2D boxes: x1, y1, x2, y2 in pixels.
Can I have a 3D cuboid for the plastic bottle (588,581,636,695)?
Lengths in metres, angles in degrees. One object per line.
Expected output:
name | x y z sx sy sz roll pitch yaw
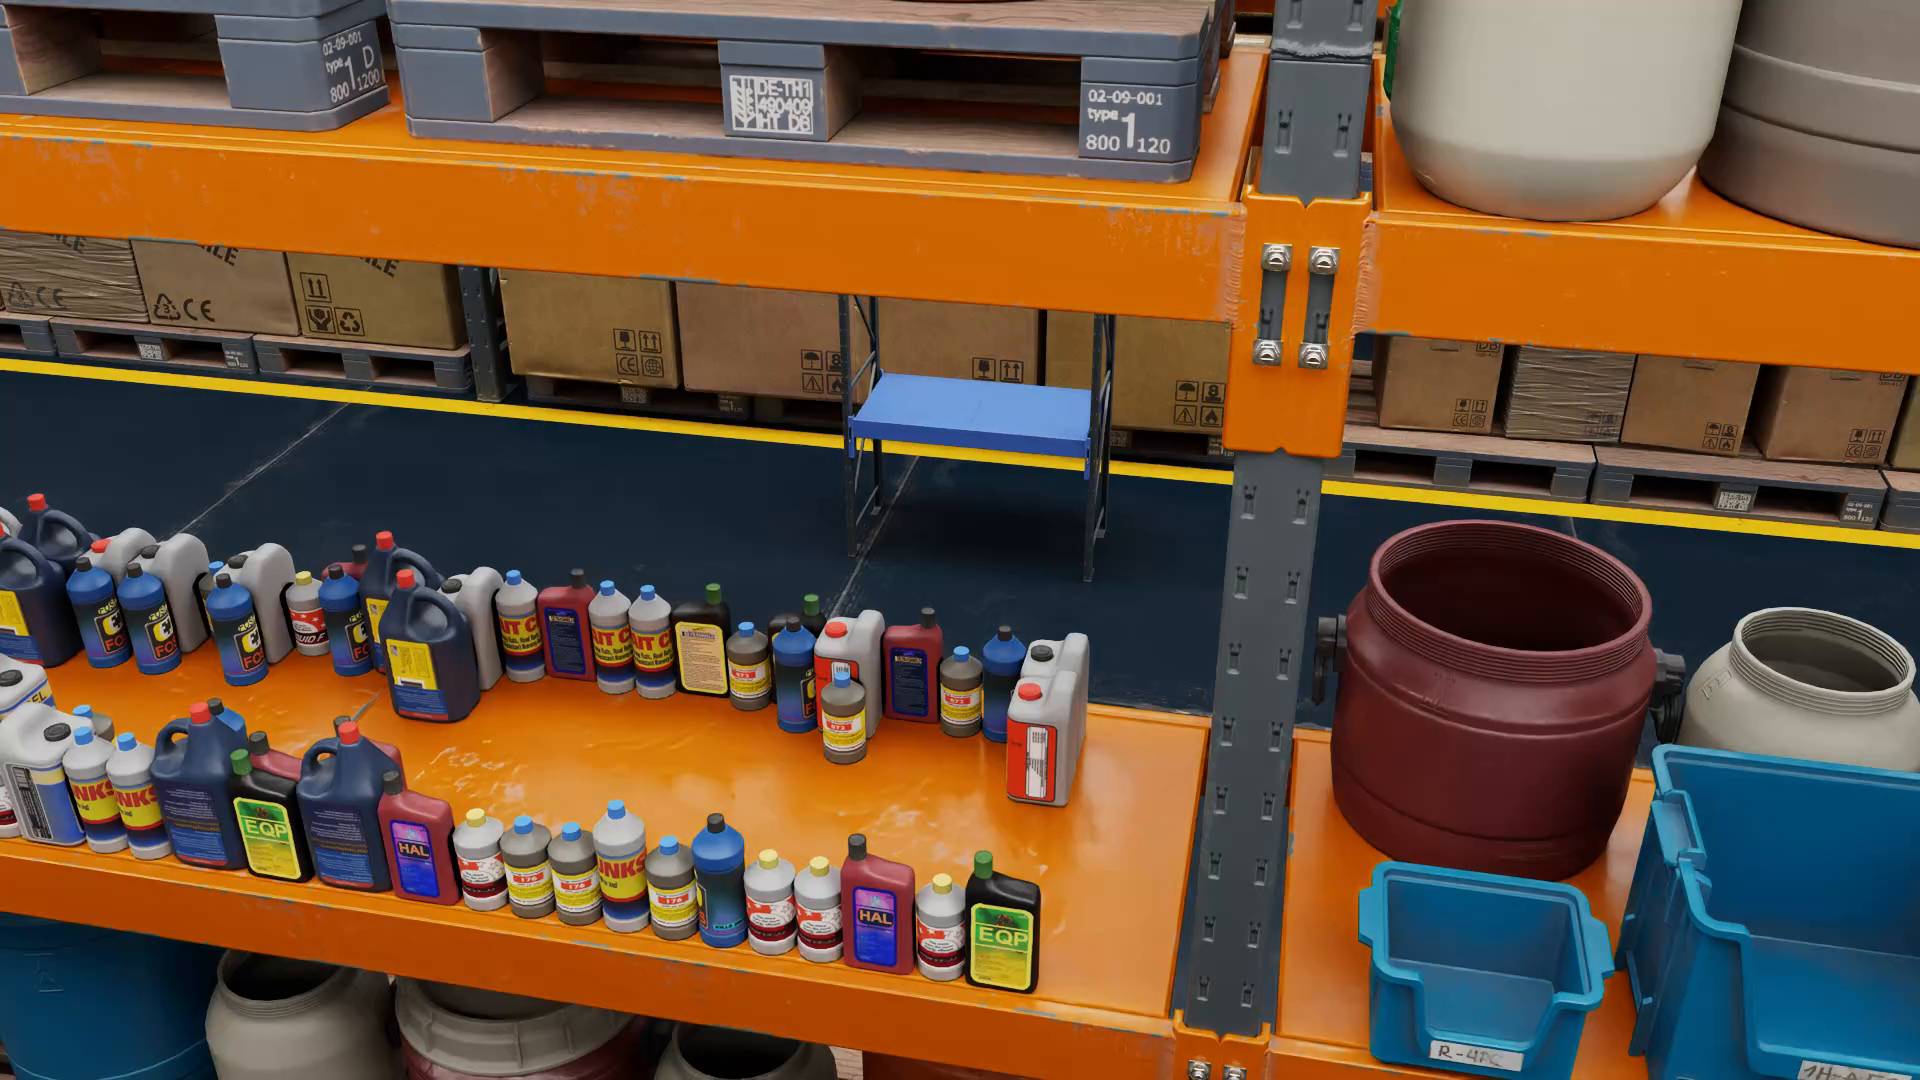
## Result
plastic bottle | -0.806 0.219 3.860 0.097 0.271 0.097 0 29 0

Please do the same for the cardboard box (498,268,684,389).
cardboard box | -1.686 -1.449 8.549 0.875 0.875 1.225 6 29 11

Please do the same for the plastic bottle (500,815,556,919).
plastic bottle | -0.829 0.620 3.200 0.097 0.201 0.097 0 29 0

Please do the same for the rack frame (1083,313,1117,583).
rack frame | 0.581 -0.598 6.781 0.032 1.500 0.500 6 29 11

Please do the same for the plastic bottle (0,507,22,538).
plastic bottle | -2.383 0.034 4.115 0.185 0.351 0.144 6 29 11

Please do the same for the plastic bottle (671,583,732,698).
plastic bottle | -0.594 0.227 3.834 0.133 0.283 0.061 6 29 11

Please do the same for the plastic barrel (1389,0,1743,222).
plastic barrel | 0.801 -0.715 2.192 0.421 0.512 0.421 0 29 0

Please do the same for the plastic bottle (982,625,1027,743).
plastic bottle | 0.098 0.312 3.691 0.097 0.271 0.097 0 29 0

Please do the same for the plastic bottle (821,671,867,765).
plastic bottle | -0.254 0.381 3.637 0.097 0.201 0.097 0 29 0

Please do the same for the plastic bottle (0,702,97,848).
plastic bottle | -1.845 0.470 3.397 0.135 0.276 0.152 6 29 11

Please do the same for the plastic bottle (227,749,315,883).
plastic bottle | -1.352 0.540 3.262 0.133 0.283 0.061 6 29 11

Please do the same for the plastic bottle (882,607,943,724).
plastic bottle | -0.106 0.277 3.742 0.133 0.283 0.061 6 29 11

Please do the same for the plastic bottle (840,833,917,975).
plastic bottle | -0.149 0.663 3.037 0.133 0.283 0.061 6 29 11

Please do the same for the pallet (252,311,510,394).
pallet | -3.043 -1.142 9.116 1.213 0.211 1.003 6 29 11

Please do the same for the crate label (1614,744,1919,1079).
crate label | 1.477 0.686 2.836 0.616 0.435 0.502 6 29 11

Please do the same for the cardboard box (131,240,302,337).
cardboard box | -3.825 -1.698 9.004 0.875 0.875 0.875 6 29 11

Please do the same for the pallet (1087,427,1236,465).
pallet | 0.841 -0.742 8.386 1.213 0.211 1.003 6 29 11

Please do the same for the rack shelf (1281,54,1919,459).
rack shelf | 2.518 -0.324 2.345 4.000 0.370 1.077 6 29 11

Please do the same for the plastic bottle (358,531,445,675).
plastic bottle | -1.306 0.145 3.914 0.185 0.351 0.144 6 29 11

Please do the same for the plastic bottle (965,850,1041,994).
plastic bottle | 0.077 0.686 2.995 0.133 0.283 0.061 6 29 11

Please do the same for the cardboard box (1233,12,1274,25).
cardboard box | 2.107 -3.770 12.397 0.500 0.250 0.500 5 29 8

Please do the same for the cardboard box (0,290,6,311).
cardboard box | -5.585 -1.879 9.333 0.875 0.875 0.875 6 29 11

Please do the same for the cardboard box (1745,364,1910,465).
cardboard box | 3.902 -0.731 7.606 0.500 0.500 0.700 3 29 6

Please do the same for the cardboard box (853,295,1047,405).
cardboard box | 0.055 -1.275 8.231 0.875 0.875 1.225 6 29 11

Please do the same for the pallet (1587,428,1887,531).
pallet | 3.549 -0.425 7.807 1.213 0.211 1.003 6 29 11

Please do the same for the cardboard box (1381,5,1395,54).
cardboard box | 2.132 -2.044 7.318 0.500 0.500 0.500 2 29 4

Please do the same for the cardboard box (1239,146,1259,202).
cardboard box | 1.062 -1.828 7.361 0.500 0.500 0.500 7 29 12

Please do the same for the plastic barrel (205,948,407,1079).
plastic barrel | -1.596 1.213 4.064 0.421 0.512 0.421 0 29 0

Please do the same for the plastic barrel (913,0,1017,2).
plastic barrel | 0.007 -1.272 2.441 0.708 0.830 0.600 6 29 11

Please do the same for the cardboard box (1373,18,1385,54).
cardboard box | 3.307 -3.264 11.994 0.750 0.750 1.050 5 29 10

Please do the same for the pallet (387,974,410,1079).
pallet | -1.408 1.515 4.262 1.213 0.211 1.003 6 29 11

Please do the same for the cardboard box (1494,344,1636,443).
cardboard box | 2.800 -0.840 7.806 0.500 0.500 0.700 3 29 6

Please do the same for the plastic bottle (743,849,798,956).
plastic bottle | -0.353 0.669 3.111 0.097 0.201 0.097 0 29 0

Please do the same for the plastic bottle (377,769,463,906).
plastic bottle | -1.041 0.571 3.204 0.133 0.283 0.061 6 29 11

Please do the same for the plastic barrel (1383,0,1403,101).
plastic barrel | 0.814 -0.772 2.574 0.294 0.245 0.294 0 29 0

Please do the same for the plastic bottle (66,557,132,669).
plastic bottle | -2.055 0.166 3.958 0.097 0.271 0.097 0 29 0

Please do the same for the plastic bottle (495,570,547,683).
plastic bottle | -1.031 0.196 3.902 0.097 0.271 0.097 0 29 0

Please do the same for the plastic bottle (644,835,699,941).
plastic bottle | -0.543 0.649 3.147 0.097 0.201 0.097 0 29 0

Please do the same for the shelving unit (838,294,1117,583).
shelving unit | 0.083 -0.649 6.874 1.048 1.500 0.538 6 29 11

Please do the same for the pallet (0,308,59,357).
pallet | -5.429 -1.387 9.563 1.213 0.211 1.003 6 29 11

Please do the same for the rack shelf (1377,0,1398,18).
rack shelf | 4.686 -3.654 11.550 4.000 0.370 1.077 6 29 11

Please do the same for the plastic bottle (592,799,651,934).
plastic bottle | -0.639 0.609 3.148 0.097 0.271 0.097 0 29 0

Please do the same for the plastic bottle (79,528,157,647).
plastic bottle | -2.047 0.103 4.067 0.135 0.276 0.152 6 29 11

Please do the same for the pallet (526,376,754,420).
pallet | -1.546 -0.987 8.833 1.213 0.211 1.003 6 29 11

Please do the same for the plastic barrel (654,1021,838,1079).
plastic barrel | -0.491 1.326 3.857 0.421 0.512 0.421 0 29 0

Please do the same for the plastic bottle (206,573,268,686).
plastic bottle | -1.696 0.203 3.890 0.097 0.271 0.097 0 29 0

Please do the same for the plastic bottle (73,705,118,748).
plastic bottle | -1.837 0.442 3.526 0.097 0.201 0.097 0 29 0

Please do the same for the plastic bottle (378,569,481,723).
plastic bottle | -1.206 0.230 3.758 0.185 0.351 0.144 6 29 11

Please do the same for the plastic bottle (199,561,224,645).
plastic bottle | -1.796 0.148 4.062 0.097 0.201 0.097 0 29 0

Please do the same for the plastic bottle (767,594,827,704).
plastic bottle | -0.368 0.250 3.792 0.133 0.283 0.061 6 29 11

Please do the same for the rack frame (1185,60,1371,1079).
rack frame | 0.562 0.475 3.259 0.127 3.000 1.000 6 29 11

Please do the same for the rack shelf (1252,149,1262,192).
rack shelf | -0.360 -1.736 8.046 4.000 0.370 1.077 6 29 11

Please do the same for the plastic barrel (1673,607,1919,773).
plastic barrel | 1.612 0.429 3.226 0.421 0.512 0.421 0 29 0

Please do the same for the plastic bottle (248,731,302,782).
plastic bottle | -1.339 0.511 3.315 0.133 0.283 0.061 6 29 11

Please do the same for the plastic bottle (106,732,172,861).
plastic bottle | -1.642 0.506 3.336 0.097 0.271 0.097 0 29 0

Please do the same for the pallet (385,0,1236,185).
pallet | -0.166 -0.880 2.808 1.213 0.211 1.003 6 29 11

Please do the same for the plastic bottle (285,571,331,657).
plastic bottle | -1.569 0.172 4.020 0.097 0.201 0.097 0 29 0

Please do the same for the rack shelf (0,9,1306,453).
rack shelf | -1.394 -0.726 3.077 4.000 0.370 1.077 6 29 11

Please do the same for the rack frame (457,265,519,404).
rack frame | -2.316 -2.252 8.240 0.127 3.000 1.000 6 29 11
